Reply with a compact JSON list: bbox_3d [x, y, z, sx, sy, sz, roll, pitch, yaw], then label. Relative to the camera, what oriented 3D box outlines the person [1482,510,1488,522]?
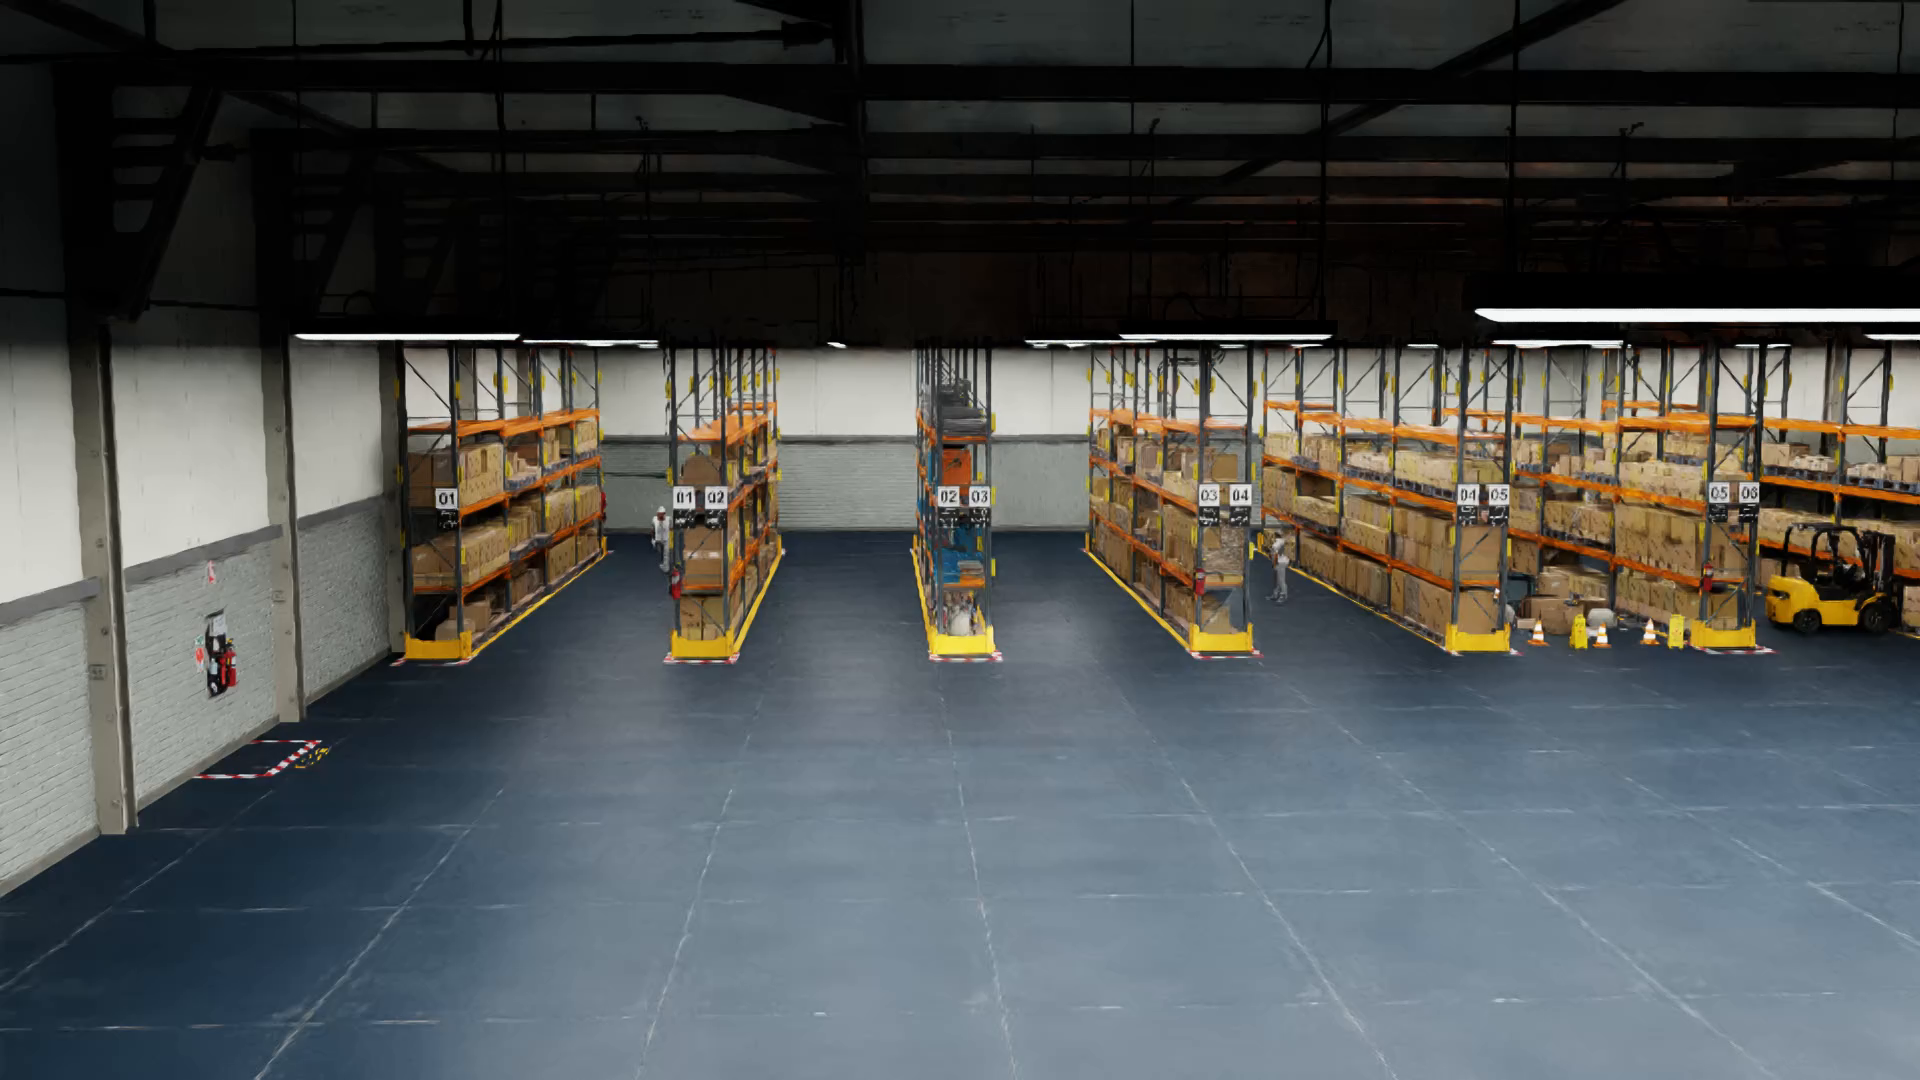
[{"bbox_3d":[12.984,0.143,41.222,0.644,1.773,0.673,2,7,18],"label":"person"}]

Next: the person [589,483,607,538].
[{"bbox_3d":[-11.132,-0.896,50.784,0.547,1.718,0.729,6,9,41],"label":"person"}]

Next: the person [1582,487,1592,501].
[{"bbox_3d":[18.810,-0.849,50.137,0.589,1.779,0.577,4,8,33],"label":"person"}]

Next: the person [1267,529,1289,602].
[{"bbox_3d":[7.280,0.563,38.103,0.554,1.659,0.597,3,7,25],"label":"person"}]

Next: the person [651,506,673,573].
[{"bbox_3d":[-7.728,-0.030,43.098,0.566,1.706,1.122,0,6,-1],"label":"person"}]
